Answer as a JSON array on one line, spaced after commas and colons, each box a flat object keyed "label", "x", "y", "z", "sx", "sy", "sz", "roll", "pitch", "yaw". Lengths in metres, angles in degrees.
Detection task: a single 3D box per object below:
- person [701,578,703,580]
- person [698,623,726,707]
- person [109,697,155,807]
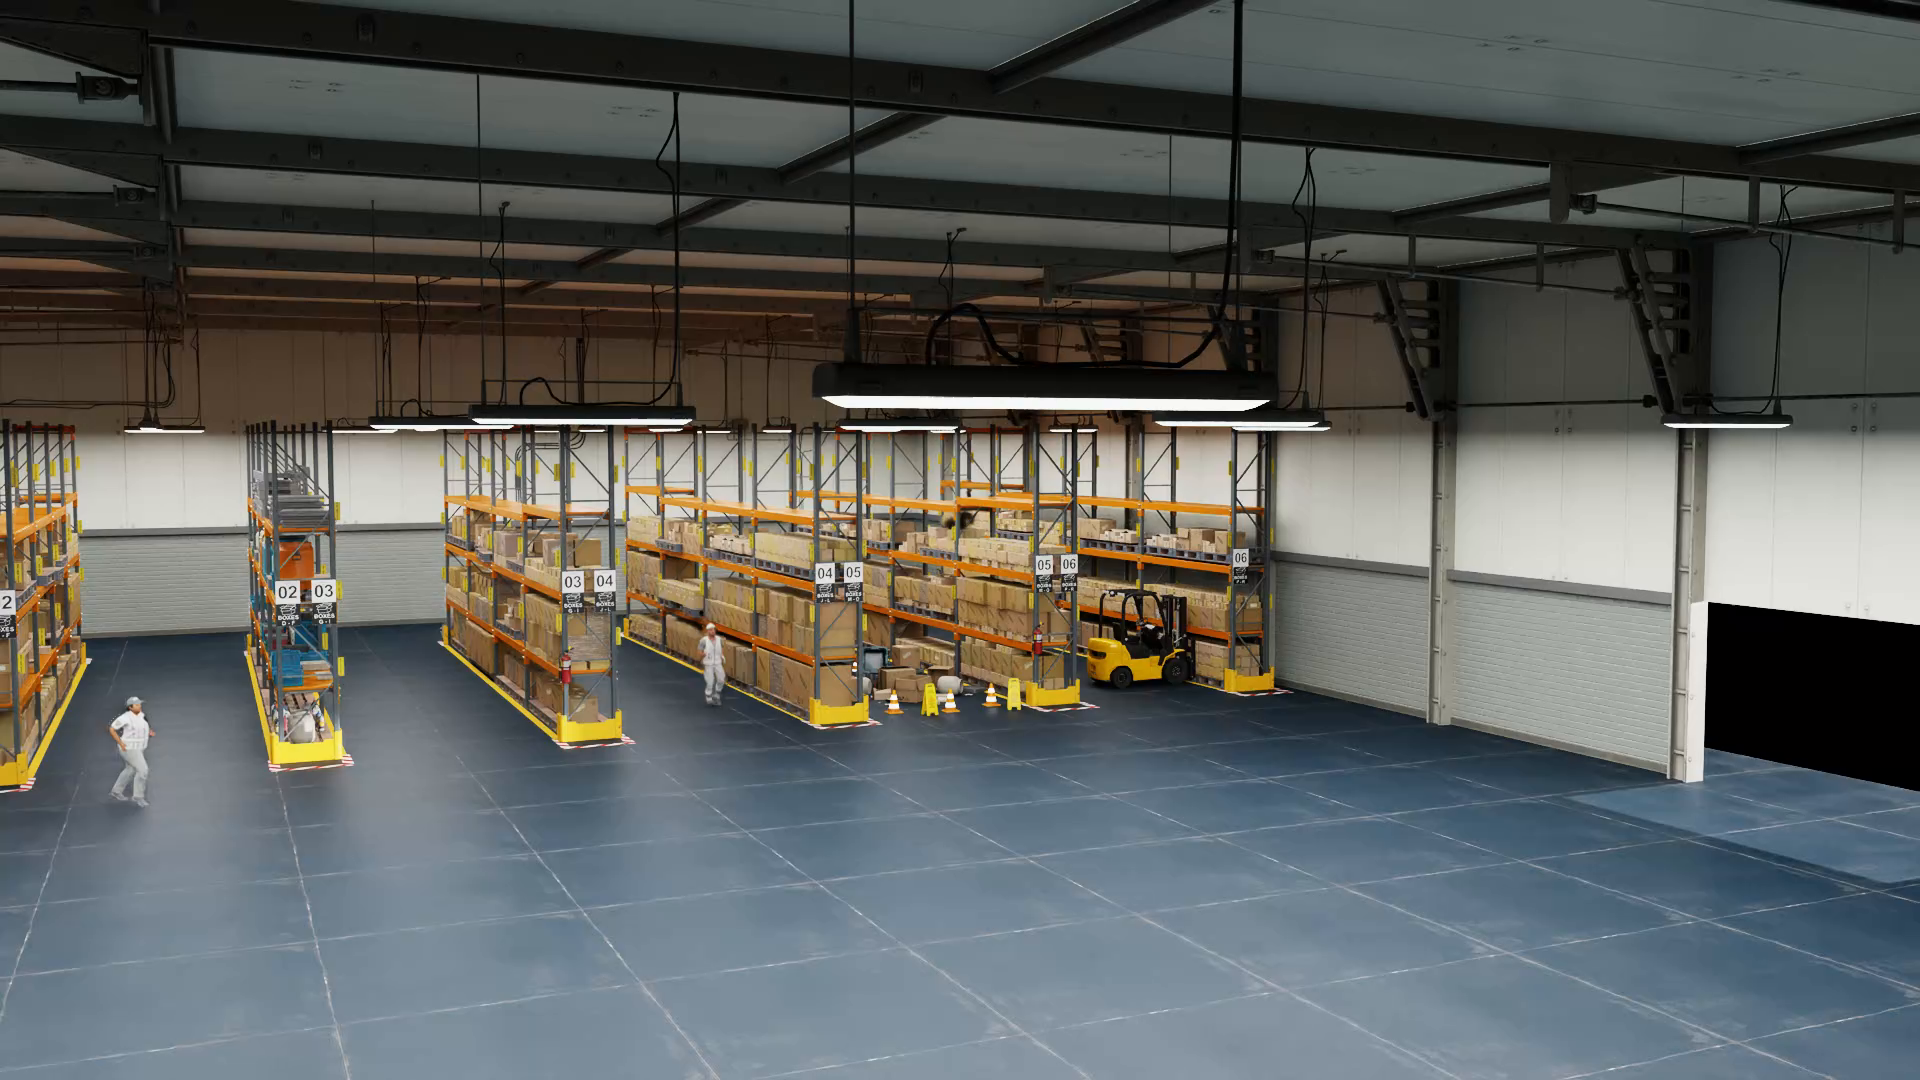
[{"label": "person", "x": -7.538, "y": 1.886, "z": 48.216, "sx": 0.586, "sy": 1.628, "sz": 0.878, "roll": -3, "pitch": 4, "yaw": -37}, {"label": "person", "x": -5.201, "y": 2.645, "z": 35.050, "sx": 0.628, "sy": 1.784, "sz": 0.692, "roll": -2, "pitch": 4, "yaw": -25}, {"label": "person", "x": -12.868, "y": 3.288, "z": 25.833, "sx": 0.730, "sy": 1.727, "sz": 0.590, "roll": 0, "pitch": 4, "yaw": 4}]
